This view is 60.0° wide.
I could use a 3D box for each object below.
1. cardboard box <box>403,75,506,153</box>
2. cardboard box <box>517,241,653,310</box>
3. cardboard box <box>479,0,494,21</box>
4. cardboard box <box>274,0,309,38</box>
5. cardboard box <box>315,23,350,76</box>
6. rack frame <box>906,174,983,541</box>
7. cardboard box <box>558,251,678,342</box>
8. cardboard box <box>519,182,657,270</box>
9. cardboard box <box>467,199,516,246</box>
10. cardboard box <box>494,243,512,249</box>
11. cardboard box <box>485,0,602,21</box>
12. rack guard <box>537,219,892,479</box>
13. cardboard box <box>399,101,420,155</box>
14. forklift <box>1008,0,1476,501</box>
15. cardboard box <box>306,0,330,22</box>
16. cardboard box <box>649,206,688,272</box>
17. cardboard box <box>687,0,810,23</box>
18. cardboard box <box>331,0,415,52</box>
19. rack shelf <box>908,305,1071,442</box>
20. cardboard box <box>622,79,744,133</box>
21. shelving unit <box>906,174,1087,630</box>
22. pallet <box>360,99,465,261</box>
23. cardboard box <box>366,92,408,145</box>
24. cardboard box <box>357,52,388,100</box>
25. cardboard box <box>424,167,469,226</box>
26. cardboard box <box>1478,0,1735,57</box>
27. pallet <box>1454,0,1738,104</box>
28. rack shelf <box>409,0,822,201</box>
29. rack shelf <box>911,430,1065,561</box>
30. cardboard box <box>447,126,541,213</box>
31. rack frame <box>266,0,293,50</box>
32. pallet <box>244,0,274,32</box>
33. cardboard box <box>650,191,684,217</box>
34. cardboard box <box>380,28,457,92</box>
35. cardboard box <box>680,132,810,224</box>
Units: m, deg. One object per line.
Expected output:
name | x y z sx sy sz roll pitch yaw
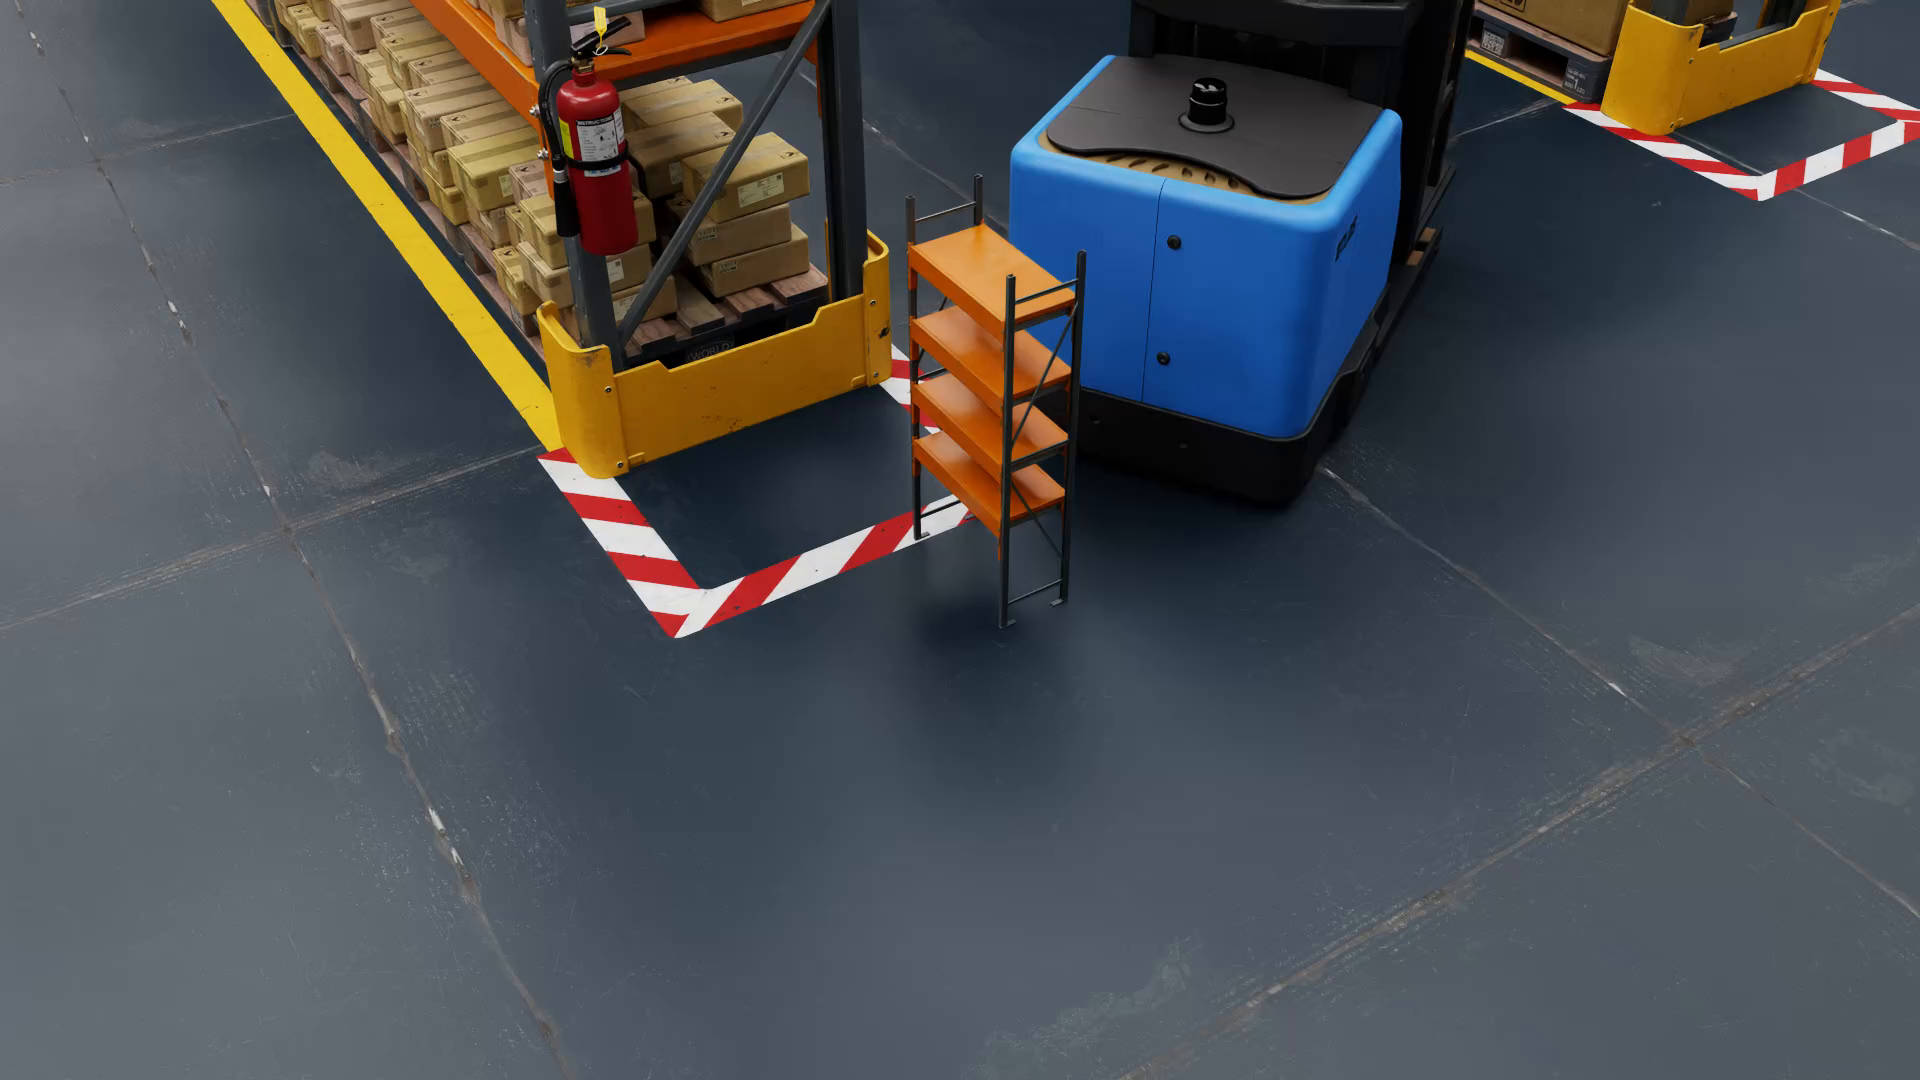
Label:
cardboard box | -1.871 -1.621 6.287 0.380 0.149 0.250 -21 44 -23
cardboard box | -1.287 -0.956 5.721 0.380 0.149 0.250 -23 45 -25
cardboard box | -1.278 -1.719 5.166 0.380 0.149 0.250 -22 45 -24
cardboard box | -2.988 -2.507 7.815 0.380 0.149 0.250 -24 46 -26
cardboard box | -2.668 -2.247 7.503 0.380 0.149 0.250 -22 45 -25
rack frame | -0.042 -0.503 4.917 0.240 1.200 0.015 -22 45 -24
cardboard box | -1.221 -0.868 5.847 0.380 0.149 0.250 -21 44 -24
cardboard box | -1.261 -1.083 5.640 0.380 0.149 0.250 -22 44 -24
cardboard box | -1.568 -1.236 6.057 0.380 0.149 0.250 -24 45 -26
cardboard box | -1.514 -1.144 6.179 0.380 0.149 0.250 -22 45 -25
cardboard box | -1.221 -1.896 4.872 0.500 0.500 0.500 -21 44 -24
rack guard | -0.803 -0.670 5.664 1.175 0.500 0.348 -22 45 -24
cardboard box | -1.979 -1.656 6.561 0.380 0.149 0.250 -20 44 -22
forklift | 1.235 -2.188 5.586 1.130 2.935 3.031 17 43 20
cardboard box | -2.776 -2.517 7.594 0.380 0.149 0.250 -22 45 -24
cardboard box | -0.984 -1.162 6.200 0.380 0.149 0.250 -22 45 -25
cardboard box | -0.660 -1.781 5.240 0.380 0.149 0.250 -23 45 -25
cardboard box | -2.400 -2.199 6.980 0.380 0.149 0.250 -21 44 -24
rack shelf | 0.089 -0.492 4.658 0.258 0.148 0.480 -22 45 -24
cardboard box | -1.035 -1.571 6.227 0.380 0.149 0.250 -22 45 -25
shelving unit | 0.089 -0.372 4.759 0.258 1.200 0.503 -22 45 -24
pallet | -1.862 -1.668 7.086 1.003 0.211 1.213 -22 45 -24
cardboard box | -2.256 -1.821 6.991 0.380 0.149 0.250 -23 45 -26
cardboard box | -2.262 -1.937 6.898 0.380 0.149 0.250 -23 45 -25
cardboard box | -1.848 -1.389 6.473 0.380 0.149 0.250 -24 46 -26
cardboard box | 3.062 -2.905 7.725 0.875 0.875 0.875 -22 45 -24
pallet | 2.978 -2.576 8.176 1.003 0.211 1.213 -22 45 -24
rack shelf | -1.838 -2.393 6.340 1.077 0.370 4.000 -22 45 -24
rack shelf | 0.089 -0.167 4.929 0.258 0.148 0.480 -22 45 -24
cardboard box | -1.594 -1.334 5.942 0.380 0.149 0.250 -23 45 -25
rack frame | -2.913 -3.748 7.405 1.000 3.000 0.127 -22 45 -24
pallet | -3.333 -3.097 8.802 1.003 0.211 1.213 -22 45 -24
cardboard box | -0.927 -1.308 6.143 0.380 0.149 0.250 -22 45 -25
cardboard box | -2.084 -1.934 6.661 0.380 0.149 0.250 -22 45 -24
cardboard box | -0.758 -1.284 5.882 0.380 0.149 0.250 -24 46 -26
